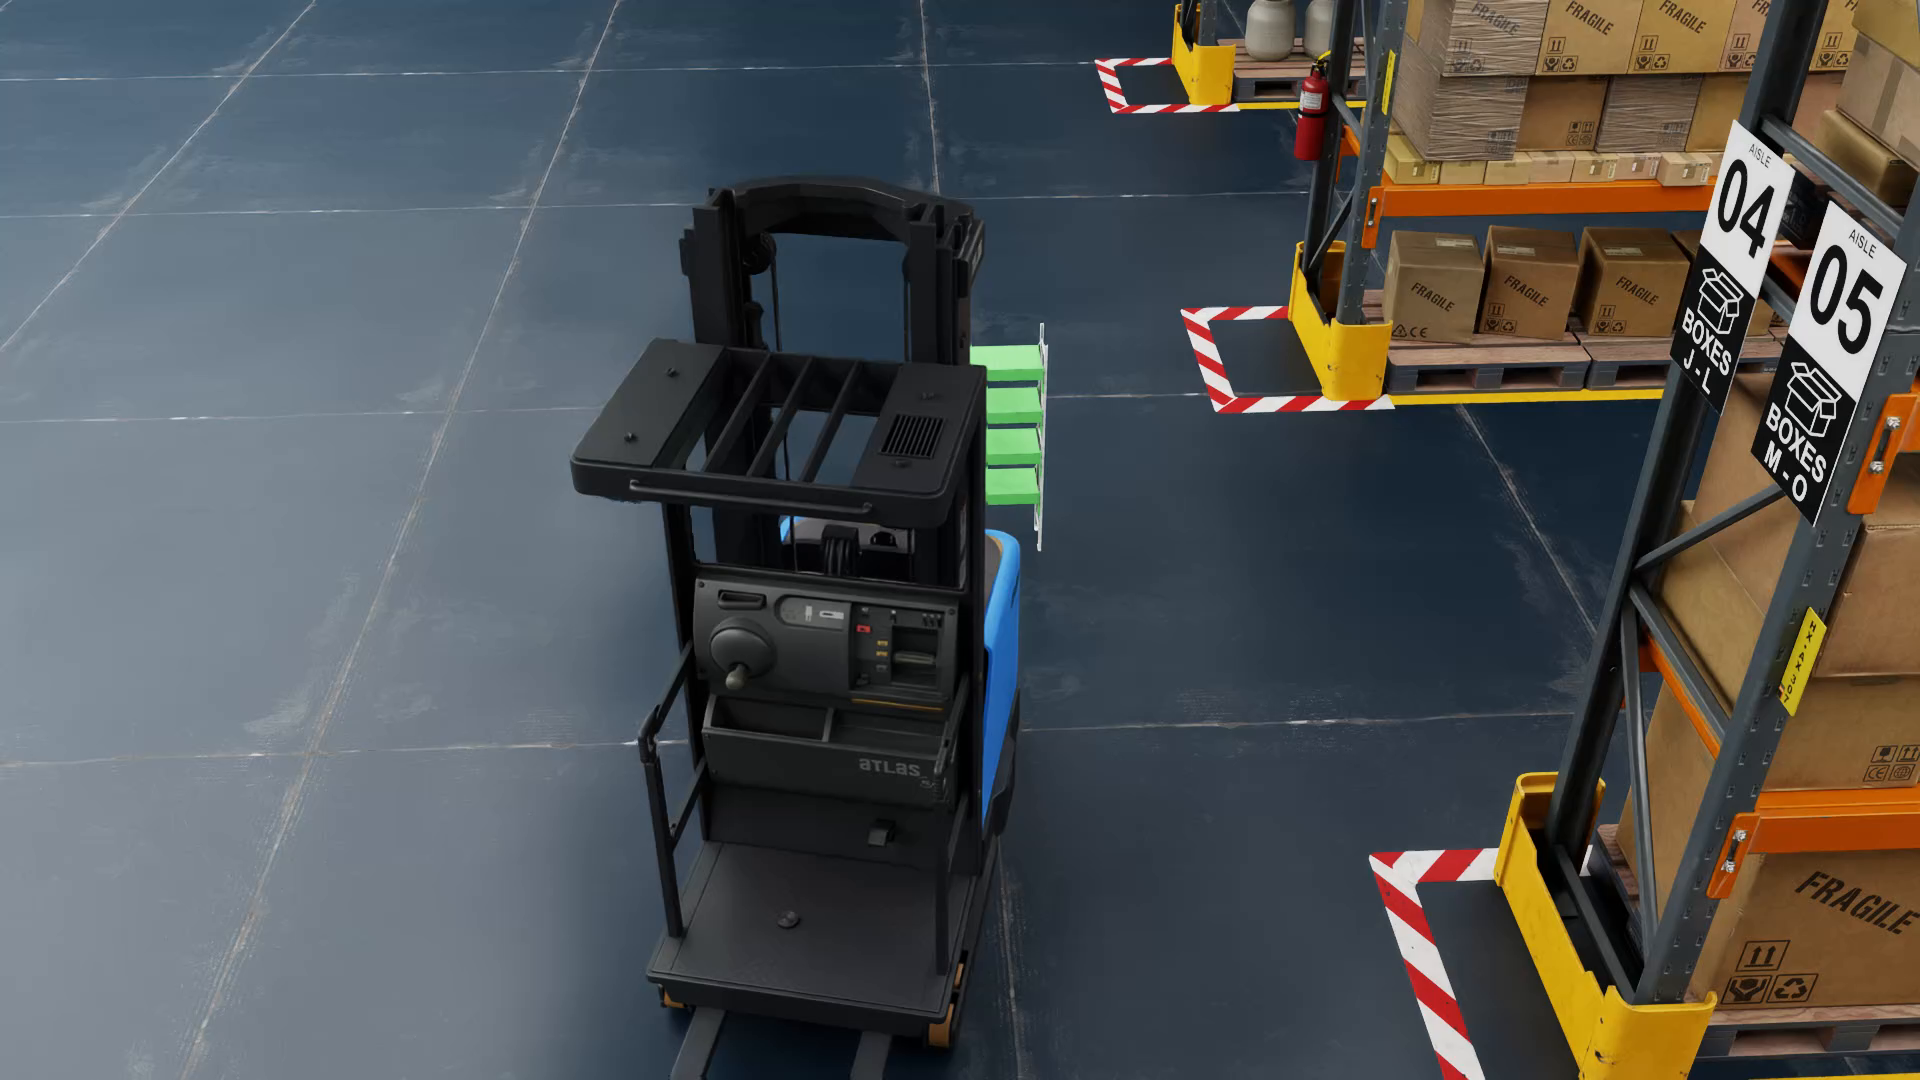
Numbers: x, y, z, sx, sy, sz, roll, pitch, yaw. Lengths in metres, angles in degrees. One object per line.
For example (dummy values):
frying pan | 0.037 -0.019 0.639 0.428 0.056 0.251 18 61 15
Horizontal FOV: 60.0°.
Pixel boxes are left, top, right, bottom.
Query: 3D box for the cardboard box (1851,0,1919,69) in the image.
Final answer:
cardboard box | 2.716 -1.449 4.636 0.250 0.149 0.380 -1 35 -2

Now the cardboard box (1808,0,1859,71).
cardboard box | 4.822 -2.884 9.054 0.500 0.500 0.500 -2 35 -2

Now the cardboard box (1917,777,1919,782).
cardboard box | 3.312 0.300 5.549 0.550 0.550 0.875 -2 35 -2

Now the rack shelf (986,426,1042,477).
rack shelf | 0.165 -0.445 8.451 0.480 0.148 0.258 -2 35 -2

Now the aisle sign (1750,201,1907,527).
aisle sign | 2.339 -0.472 4.512 0.004 0.787 0.394 -2 35 -2

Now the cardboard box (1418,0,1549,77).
cardboard box | 2.824 -2.832 8.979 0.500 0.500 0.500 -2 35 -2

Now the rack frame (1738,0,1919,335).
rack frame | 2.395 -2.042 3.794 0.127 3.000 1.000 -2 35 -2

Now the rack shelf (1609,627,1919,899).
rack shelf | 4.393 0.666 5.783 4.000 0.370 1.077 -2 35 -2

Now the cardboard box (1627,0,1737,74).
cardboard box | 3.823 -2.856 9.013 0.500 0.500 0.500 -2 35 -2

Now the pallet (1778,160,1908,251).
pallet | 3.136 -0.798 4.710 1.213 0.211 1.003 -2 35 -2

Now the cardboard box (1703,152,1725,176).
cardboard box | 4.304 -2.234 9.563 0.250 0.149 0.380 -2 35 -2

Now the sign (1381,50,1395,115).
sign | 2.287 -2.445 8.887 0.005 0.325 0.100 -2 35 -2

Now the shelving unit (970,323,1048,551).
shelving unit | 0.165 -0.498 8.415 0.503 1.200 0.258 -2 35 -2

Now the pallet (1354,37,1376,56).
pallet | 4.128 -4.145 14.554 1.213 0.211 1.003 -2 35 -2

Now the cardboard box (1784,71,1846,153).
cardboard box | 4.809 -2.628 9.562 0.500 0.500 0.875 -2 35 -2

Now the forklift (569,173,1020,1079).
forklift | -0.503 0.418 5.570 1.130 2.935 3.031 6 35 8

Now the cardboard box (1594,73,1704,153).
cardboard box | 3.807 -2.631 9.566 0.500 0.500 0.875 -2 35 -2

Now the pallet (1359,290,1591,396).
pallet | 3.151 -1.255 10.378 1.213 0.211 1.003 -2 35 -2

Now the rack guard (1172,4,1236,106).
rack guard | 2.101 -4.214 14.400 0.348 0.500 1.175 -2 35 -2

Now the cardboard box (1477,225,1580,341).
cardboard box | 3.481 -1.585 10.232 0.500 0.500 0.500 7 35 10

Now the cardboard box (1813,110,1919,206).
cardboard box | 2.711 -1.121 4.862 0.250 0.149 0.380 -2 35 -2

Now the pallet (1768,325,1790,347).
pallet | 5.588 -1.321 10.473 1.213 0.211 1.003 -2 35 -2

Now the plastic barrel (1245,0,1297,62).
plastic barrel | 2.681 -4.424 14.324 0.421 0.512 0.421 0 35 0

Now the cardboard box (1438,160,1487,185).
cardboard box | 2.808 -2.162 9.459 0.250 0.149 0.380 -2 35 -2

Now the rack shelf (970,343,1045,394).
rack shelf | 0.165 -0.840 8.178 0.480 0.148 0.258 -2 35 -2

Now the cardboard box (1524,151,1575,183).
cardboard box | 3.307 -2.179 9.484 0.250 0.149 0.380 -2 35 -2

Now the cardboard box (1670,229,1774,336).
cardboard box | 4.667 -1.581 10.226 0.500 0.500 0.500 -4 35 -6

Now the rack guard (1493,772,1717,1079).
rack guard | 2.371 1.453 6.211 0.348 0.500 1.175 -2 35 -2

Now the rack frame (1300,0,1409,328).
rack frame | 2.261 -2.398 9.579 0.127 3.000 1.000 -2 35 -2

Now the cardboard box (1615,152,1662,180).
cardboard box | 3.806 -2.204 9.520 0.250 0.149 0.380 -2 35 -2

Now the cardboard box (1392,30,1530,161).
cardboard box | 2.812 -2.560 9.464 0.500 0.500 0.875 -2 35 -2

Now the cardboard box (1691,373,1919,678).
cardboard box | 2.768 -0.069 5.133 0.550 0.550 0.875 -2 35 -2
